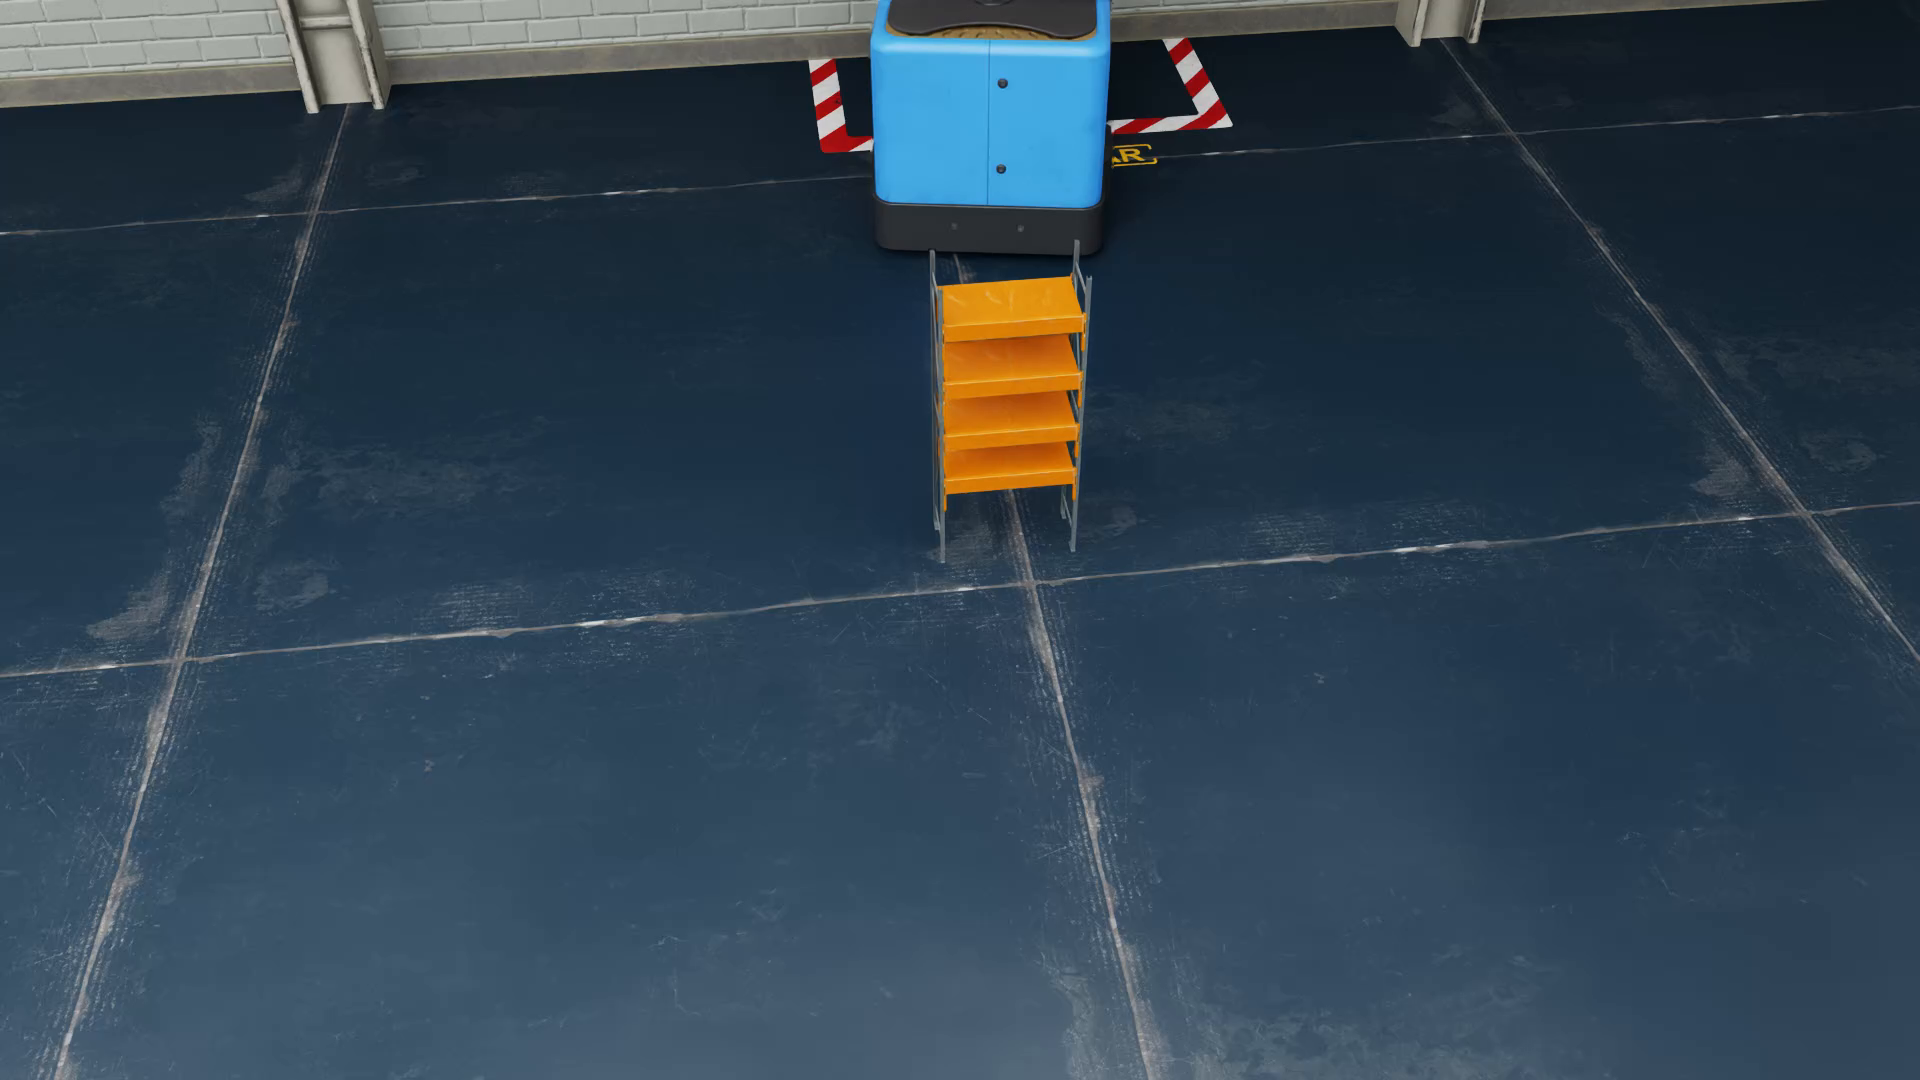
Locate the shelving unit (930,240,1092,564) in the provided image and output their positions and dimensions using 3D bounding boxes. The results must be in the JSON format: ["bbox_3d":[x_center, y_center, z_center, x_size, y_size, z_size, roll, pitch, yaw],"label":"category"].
[{"bbox_3d":[0.164,-0.460,5.864,0.503,1.200,0.258,-5,42,-6],"label":"shelving unit"}]

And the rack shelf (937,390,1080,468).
[{"bbox_3d":[0.164,-0.410,5.909,0.480,0.148,0.258,-5,42,-6],"label":"rack shelf"}]

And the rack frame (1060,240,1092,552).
[{"bbox_3d":[0.406,-0.481,5.888,0.015,1.200,0.240,-5,42,-6],"label":"rack frame"}]

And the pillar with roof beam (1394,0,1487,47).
[{"bbox_3d":[3.257,-3.365,3.262,0.400,9.000,9.100,-5,42,-6],"label":"pillar with roof beam"}]

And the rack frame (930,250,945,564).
[{"bbox_3d":[-0.078,-0.439,5.841,0.015,1.200,0.240,-5,42,-6],"label":"rack frame"}]

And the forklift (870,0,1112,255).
[{"bbox_3d":[0.206,-3.360,7.786,1.130,2.935,3.031,2,42,2],"label":"forklift"}]

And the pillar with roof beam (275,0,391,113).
[{"bbox_3d":[-2.693,-2.844,2.684,0.400,9.000,9.100,-5,42,-6],"label":"pillar with roof beam"}]

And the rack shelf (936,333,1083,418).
[{"bbox_3d":[0.164,-0.576,5.759,0.480,0.148,0.258,-5,42,-6],"label":"rack shelf"}]

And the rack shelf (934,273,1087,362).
[{"bbox_3d":[0.164,-0.752,5.601,0.480,0.148,0.258,-5,42,-6],"label":"rack shelf"}]

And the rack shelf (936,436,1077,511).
[{"bbox_3d":[0.164,-0.262,6.042,0.480,0.148,0.258,-5,42,-6],"label":"rack shelf"}]
